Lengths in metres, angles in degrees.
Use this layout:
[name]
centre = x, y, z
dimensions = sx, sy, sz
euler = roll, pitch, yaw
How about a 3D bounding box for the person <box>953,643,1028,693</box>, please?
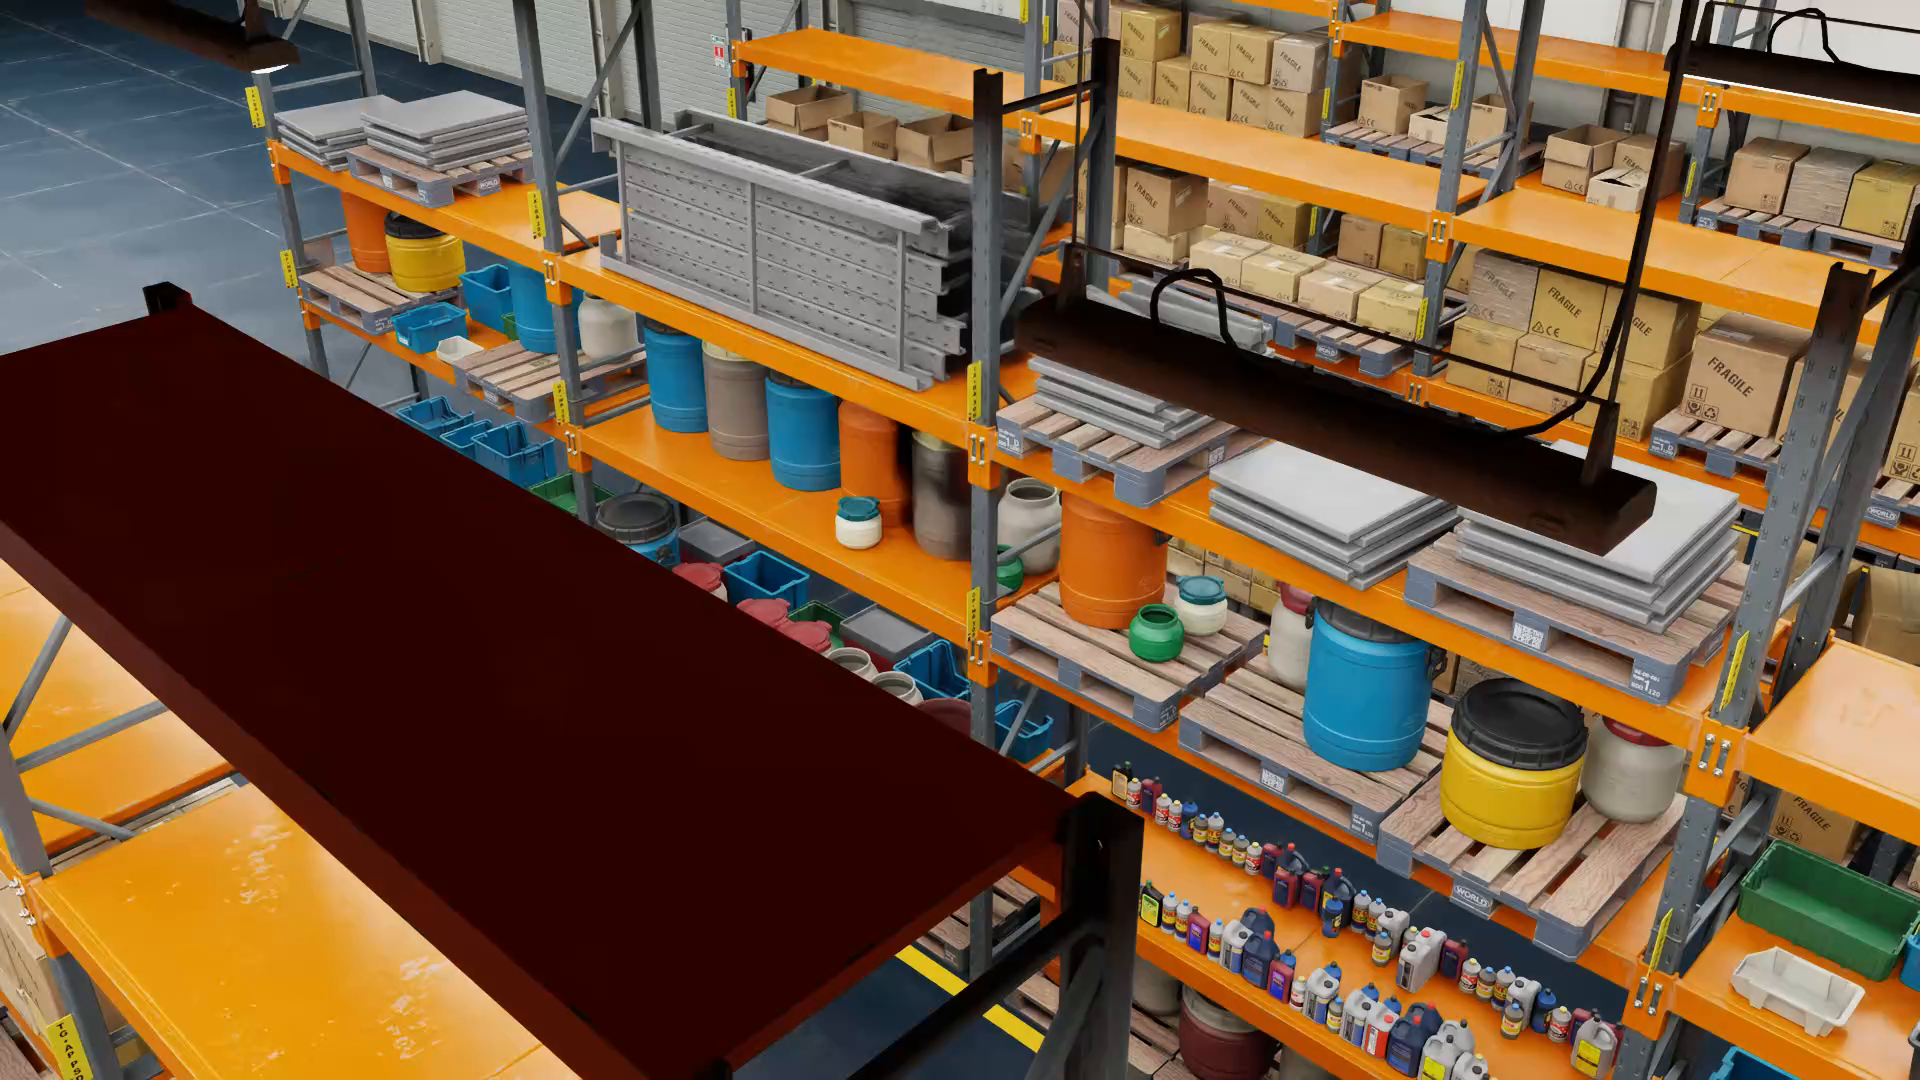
[person]
centre = 0.220, 0.554, 12.883
dimensions = 0.734, 1.752, 0.691
euler = 18, 34, 29
